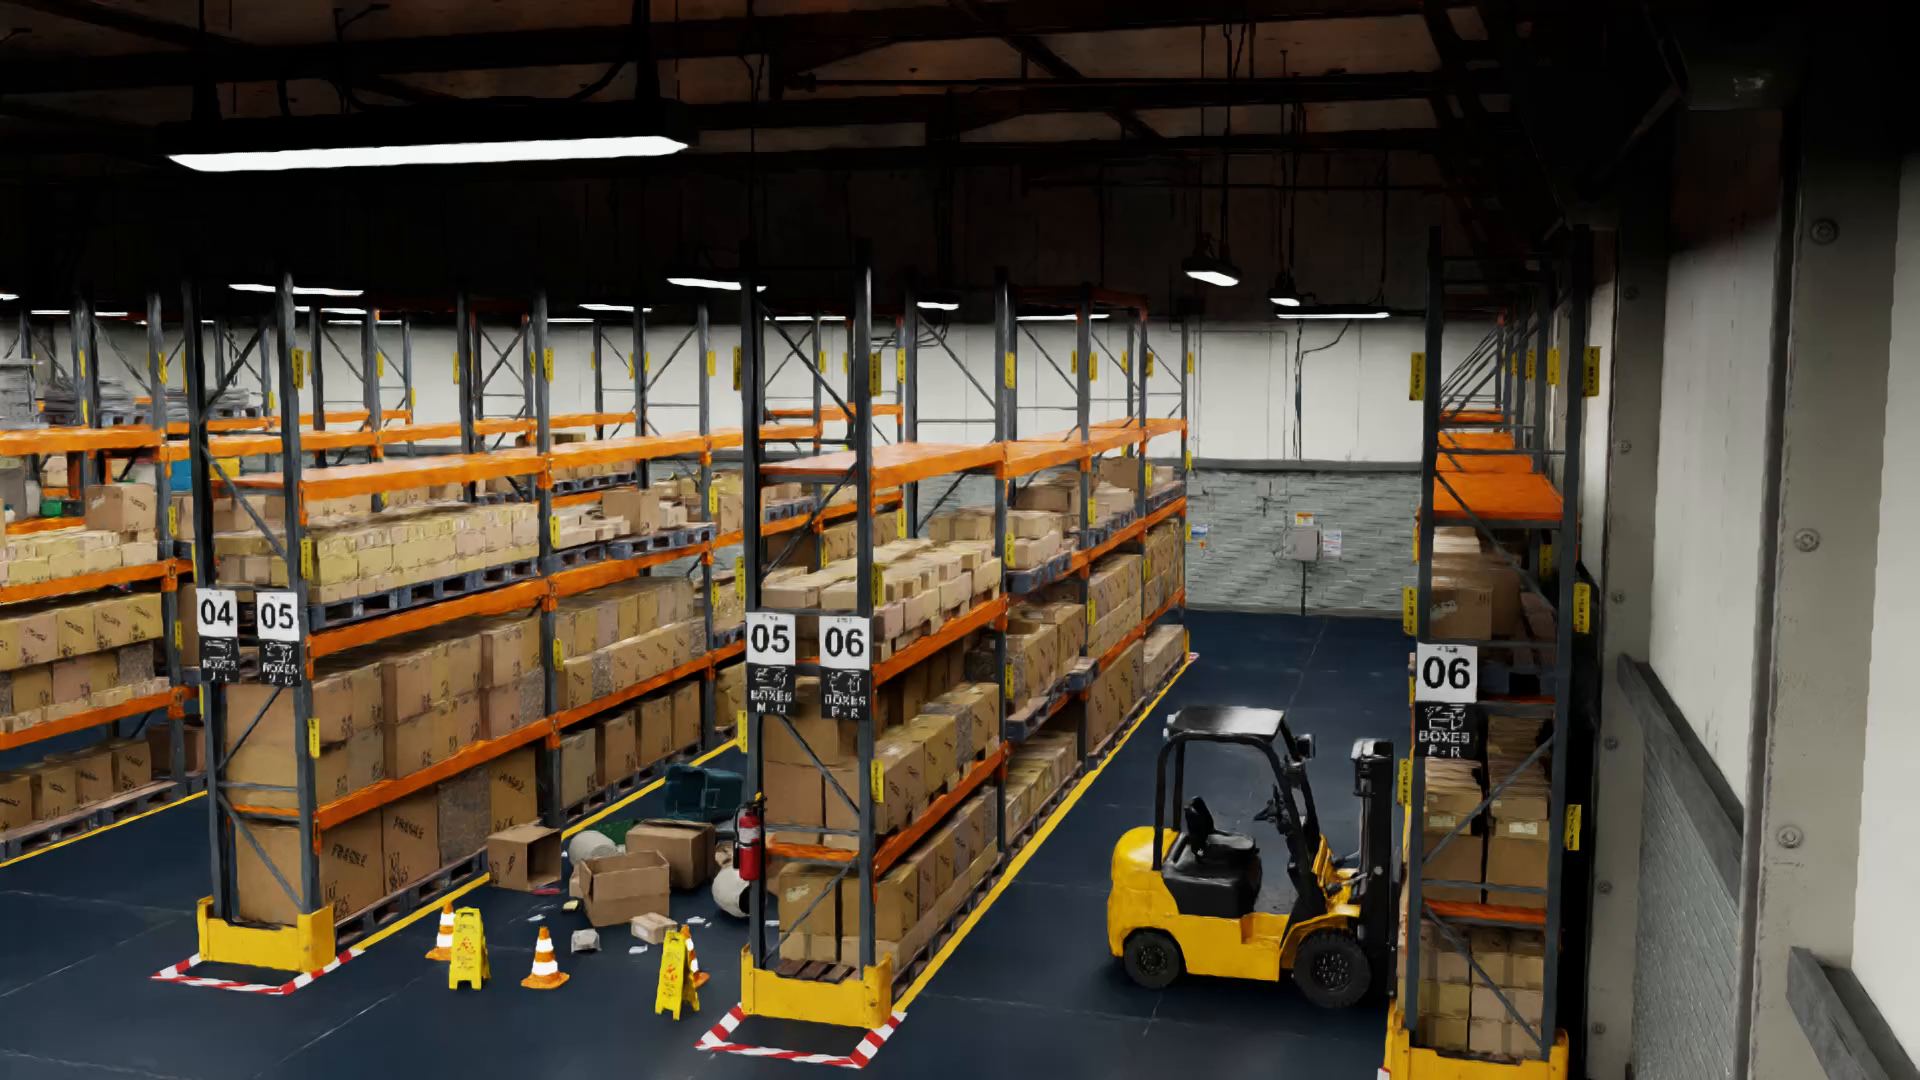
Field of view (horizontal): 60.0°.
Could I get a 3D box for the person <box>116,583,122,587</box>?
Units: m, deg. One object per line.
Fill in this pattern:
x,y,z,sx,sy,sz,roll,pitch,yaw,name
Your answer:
-17.466,0.508,34.009,0.543,1.698,1.115,2,7,18,person
